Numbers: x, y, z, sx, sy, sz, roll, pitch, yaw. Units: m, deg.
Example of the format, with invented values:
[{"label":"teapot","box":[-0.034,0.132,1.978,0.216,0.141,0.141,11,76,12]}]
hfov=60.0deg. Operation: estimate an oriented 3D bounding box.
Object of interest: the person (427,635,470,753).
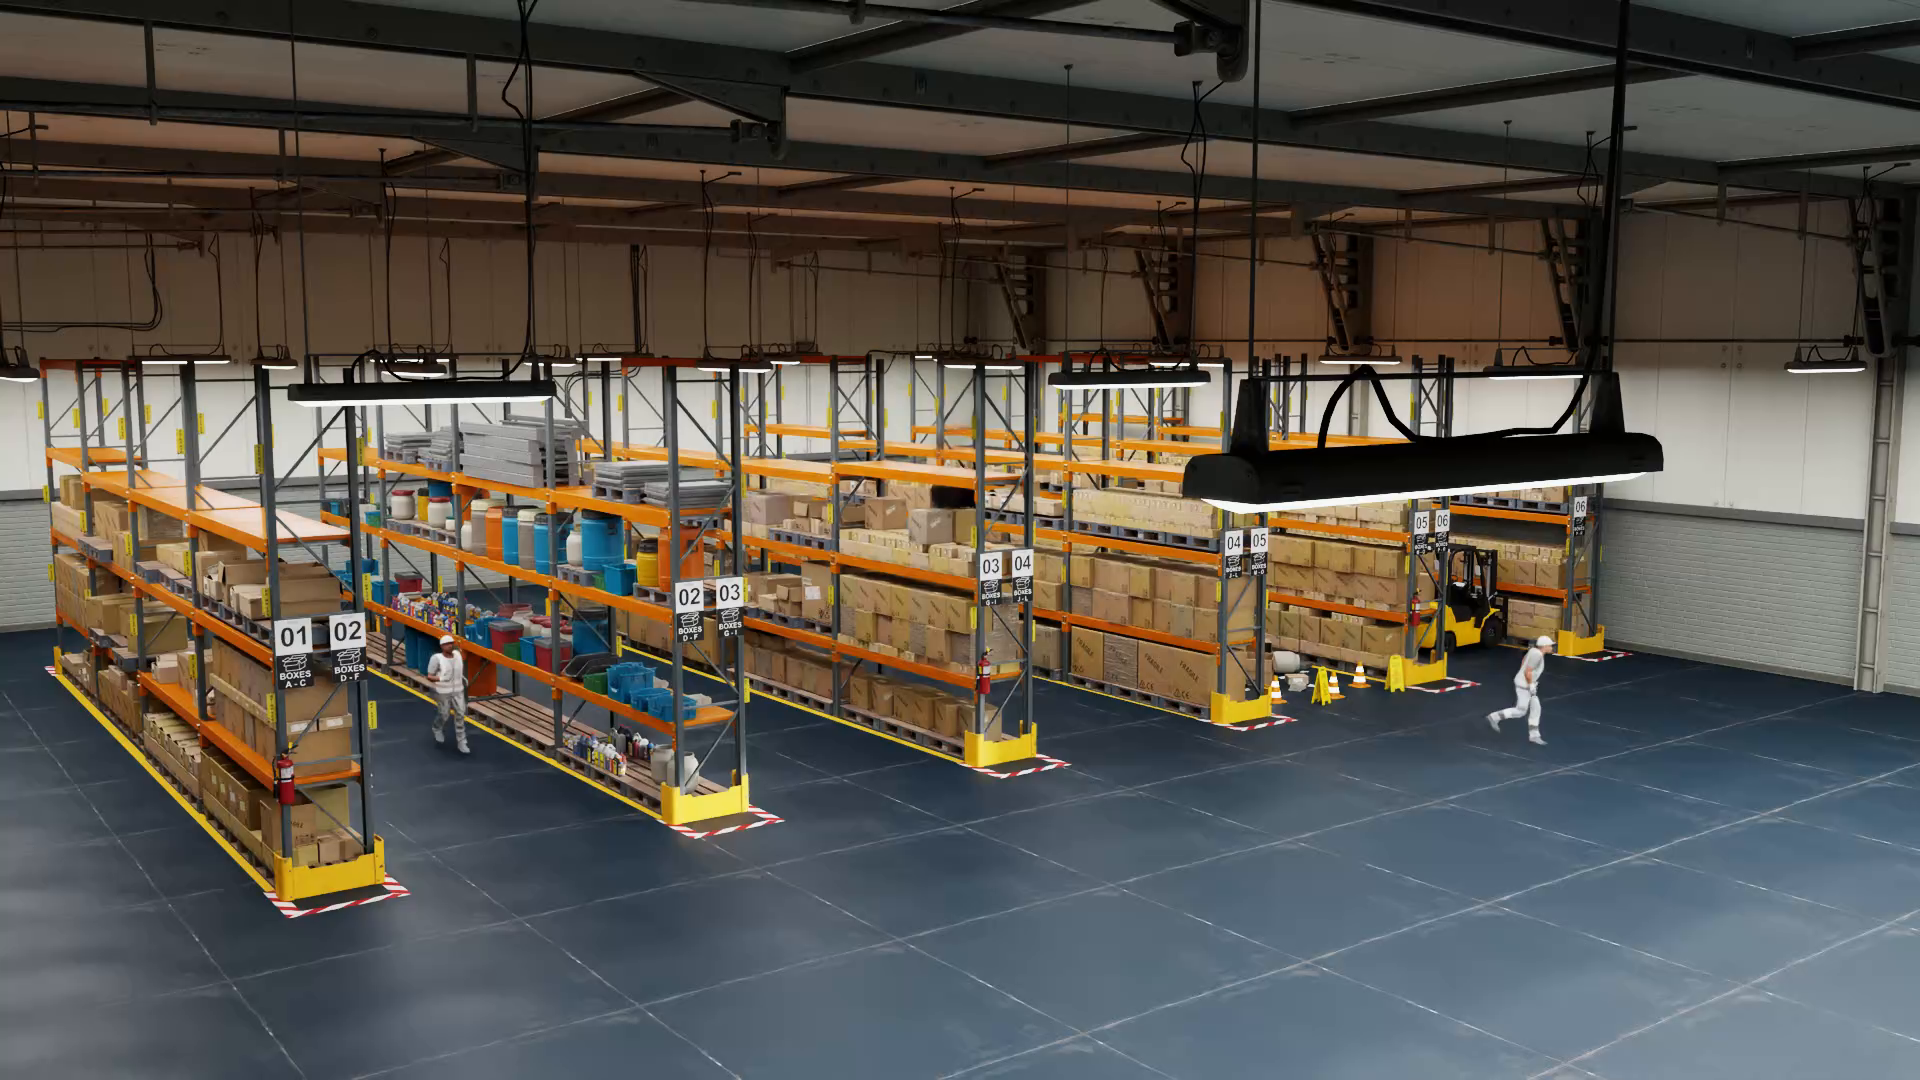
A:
[{"label":"person","box":[-7.869,2.346,25.635,0.679,1.778,0.989,-6,9,-40]}]

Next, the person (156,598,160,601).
[{"label":"person","box":[-15.705,1.494,33.077,0.723,1.774,0.746,1,7,7]}]

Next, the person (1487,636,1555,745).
[{"label":"person","box":[8.850,2.355,26.257,0.989,1.731,0.669,1,7,11]}]
